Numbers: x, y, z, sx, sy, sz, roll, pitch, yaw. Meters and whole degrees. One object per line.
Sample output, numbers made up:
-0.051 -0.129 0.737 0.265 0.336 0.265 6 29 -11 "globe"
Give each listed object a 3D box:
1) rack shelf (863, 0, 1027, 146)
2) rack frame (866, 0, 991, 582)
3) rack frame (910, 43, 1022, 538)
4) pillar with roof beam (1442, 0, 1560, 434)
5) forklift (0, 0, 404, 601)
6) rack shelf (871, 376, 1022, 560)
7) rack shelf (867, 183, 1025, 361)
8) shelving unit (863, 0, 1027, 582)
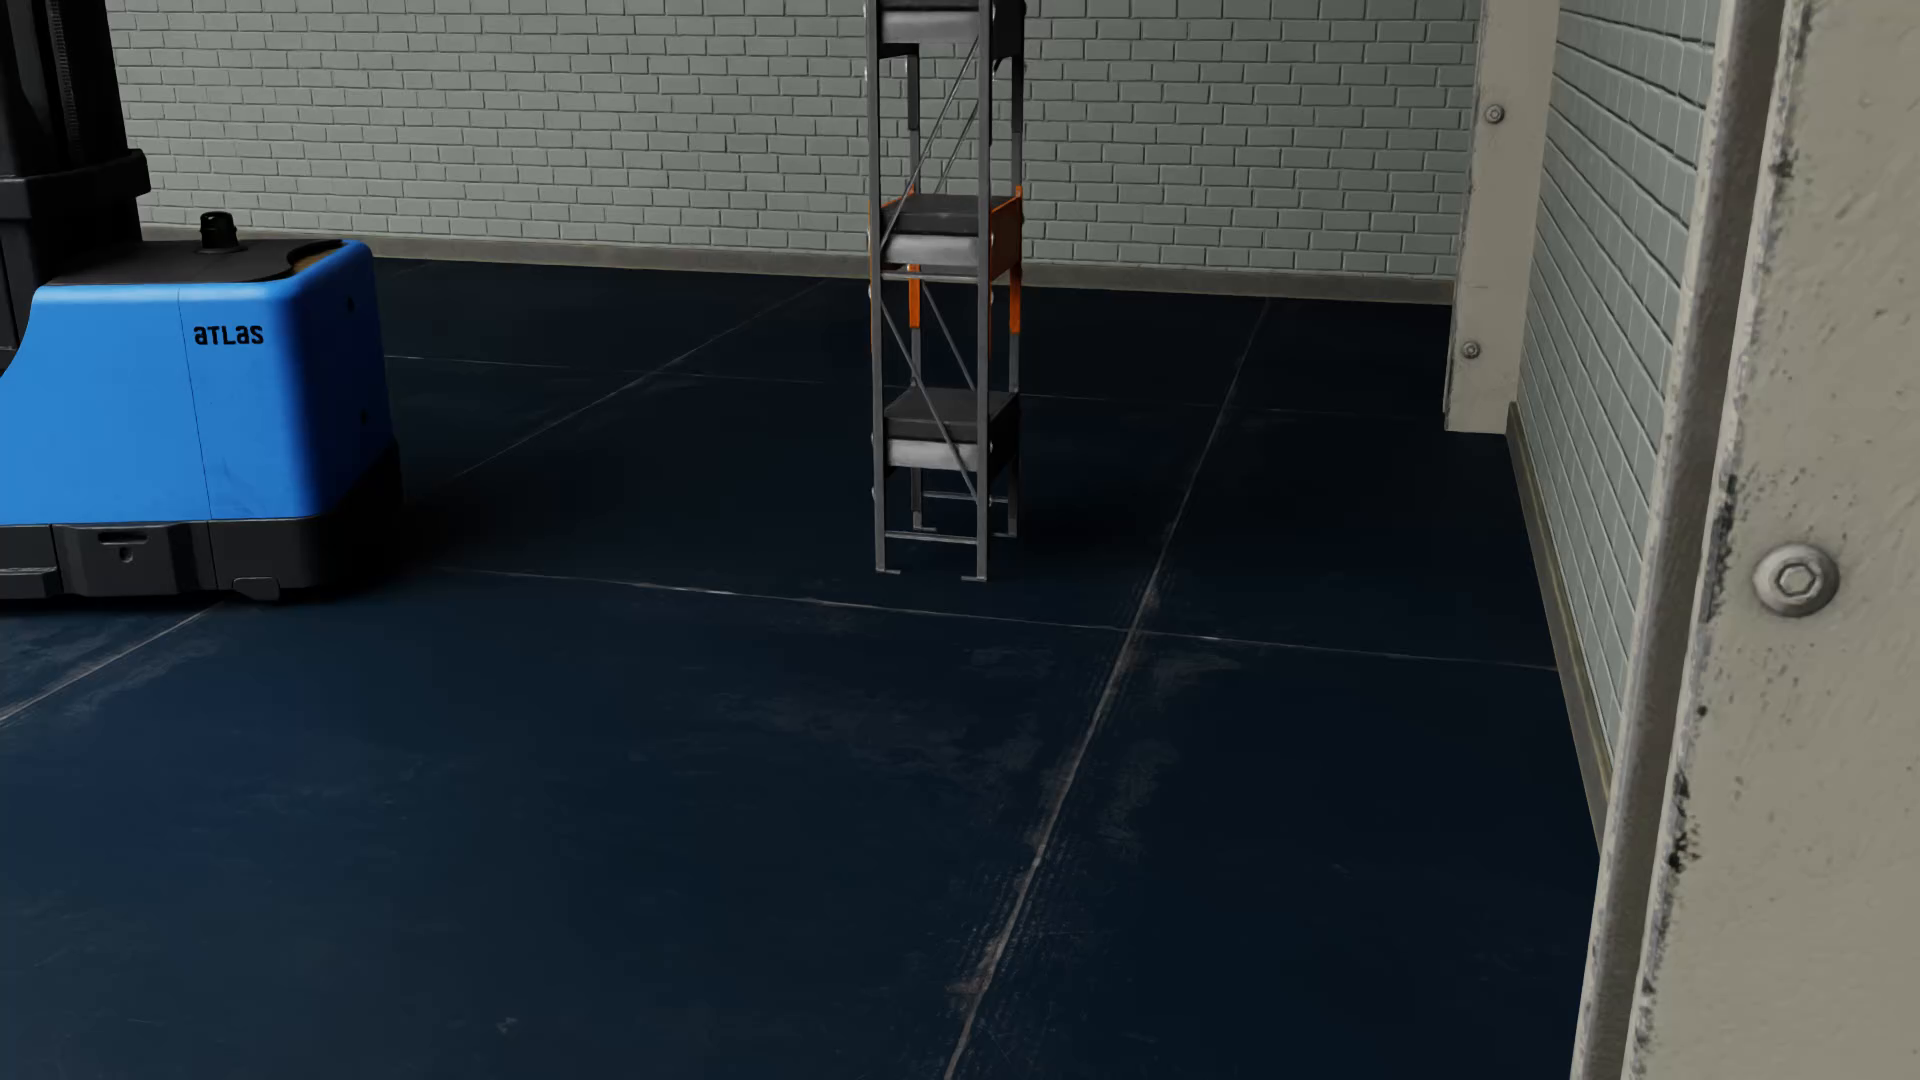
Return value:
-0.040 -1.591 5.474 0.431 0.518 0.480 5 19 13 "rack shelf"
-0.100 -0.865 5.472 0.400 2.100 0.015 5 19 13 "rack frame"
0.019 -1.018 5.920 0.400 2.100 0.015 5 19 13 "rack frame"
-1.743 -5.154 7.355 9.100 9.000 0.400 5 19 13 "pillar with roof beam"
-3.619 -1.293 5.439 3.031 2.935 1.130 -1 19 -4 "forklift"
-0.040 -0.266 5.927 0.431 0.518 0.480 5 19 13 "rack shelf"
-0.040 -0.929 5.701 0.431 0.518 0.480 5 19 13 "rack shelf"
-0.040 -0.942 5.696 0.431 2.100 0.503 5 19 13 "shelving unit"
